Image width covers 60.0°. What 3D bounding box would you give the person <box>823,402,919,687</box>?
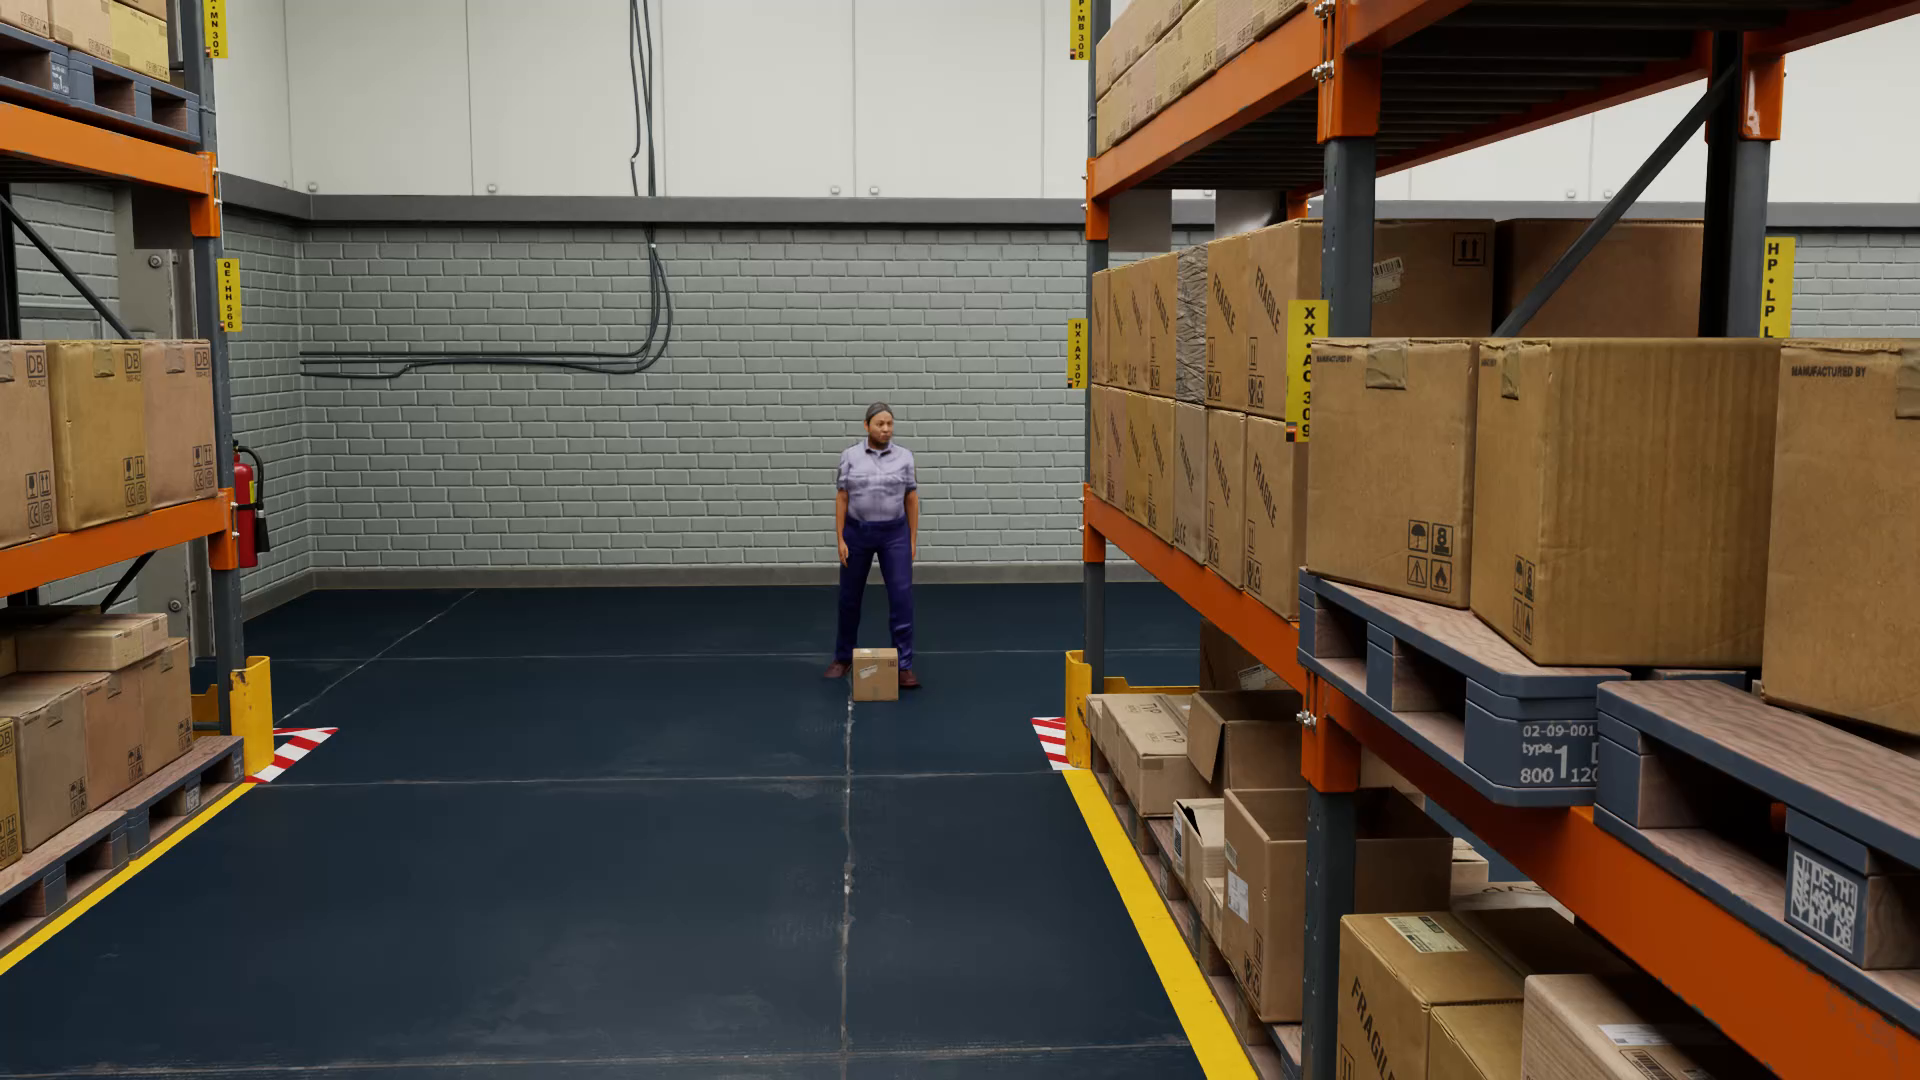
[{"bbox_3d":[-0.529,0.027,9.743,0.578,1.669,0.572,-1,7,-4],"label":"person"}]
